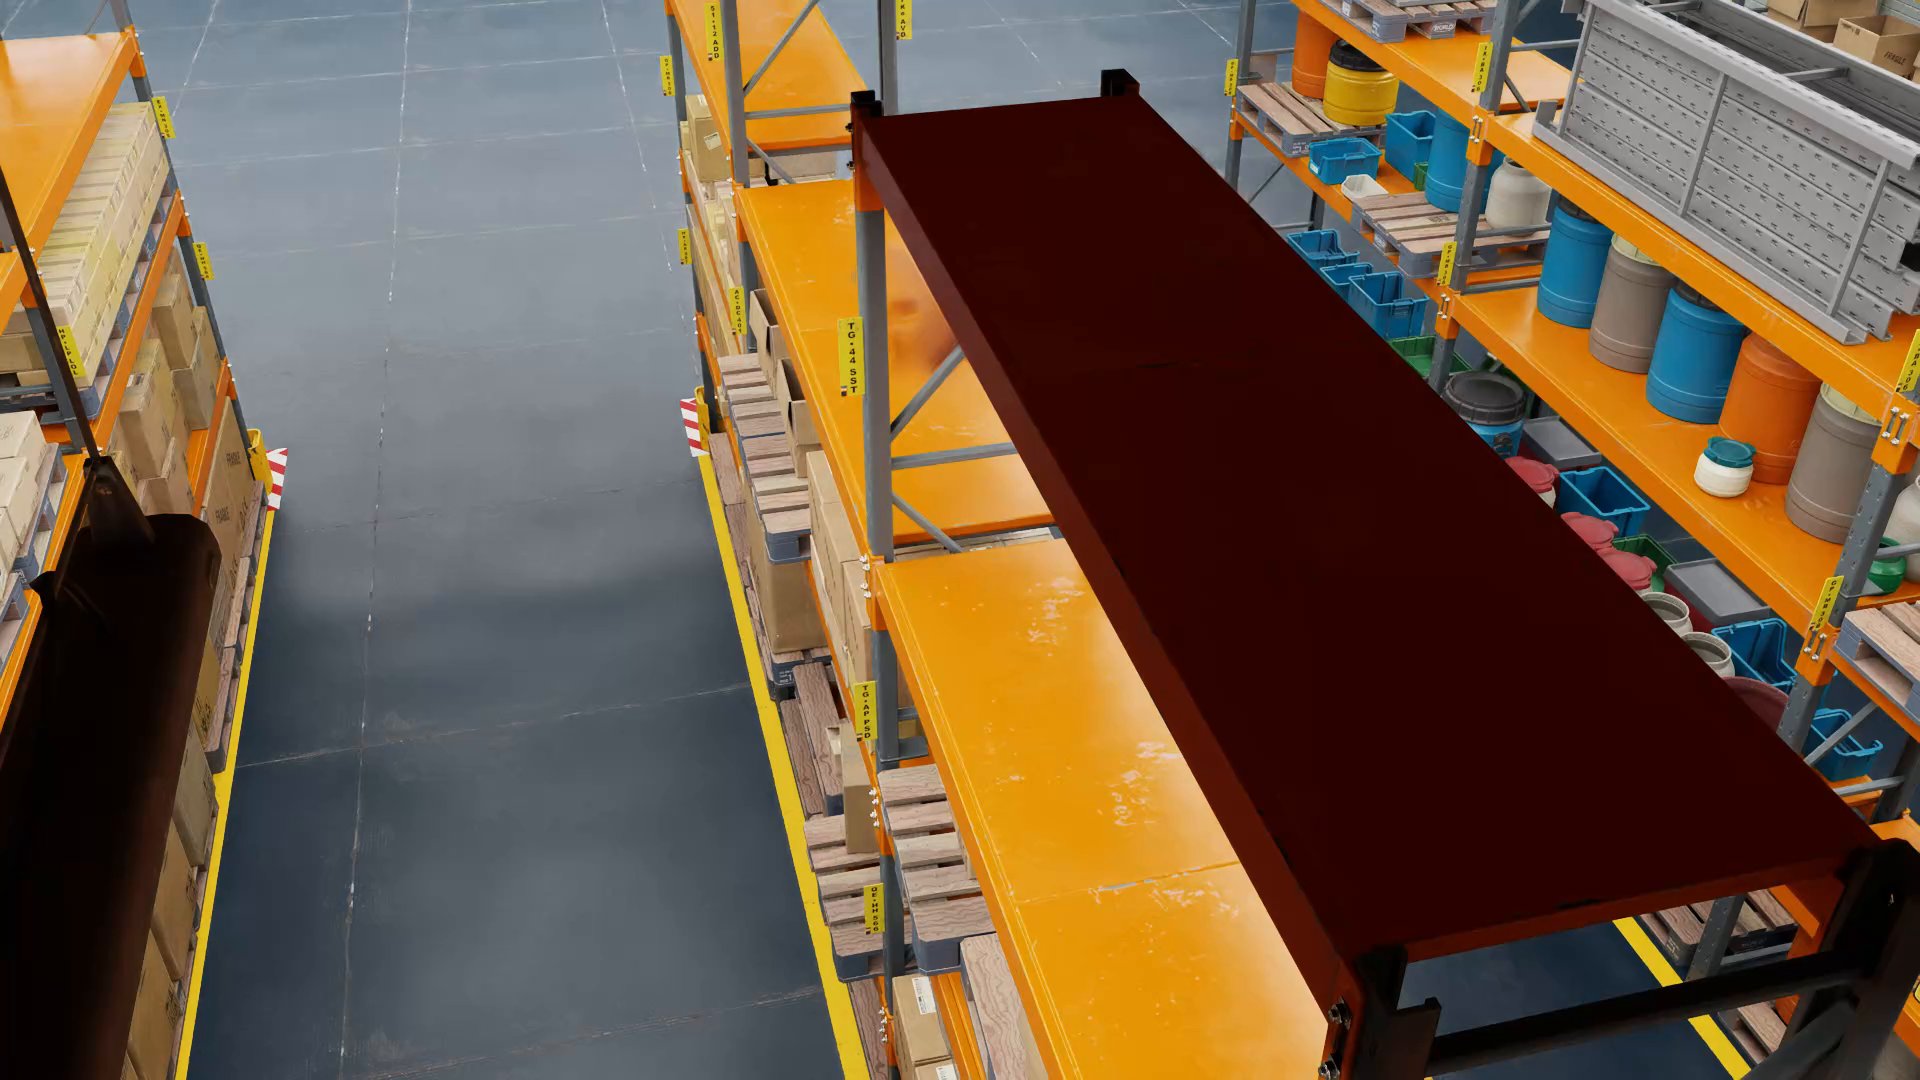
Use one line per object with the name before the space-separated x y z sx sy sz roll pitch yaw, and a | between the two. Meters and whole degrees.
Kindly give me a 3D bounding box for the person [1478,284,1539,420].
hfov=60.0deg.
person | 4.913 -1.588 14.803 0.632 1.832 0.765 -10 36 -14
